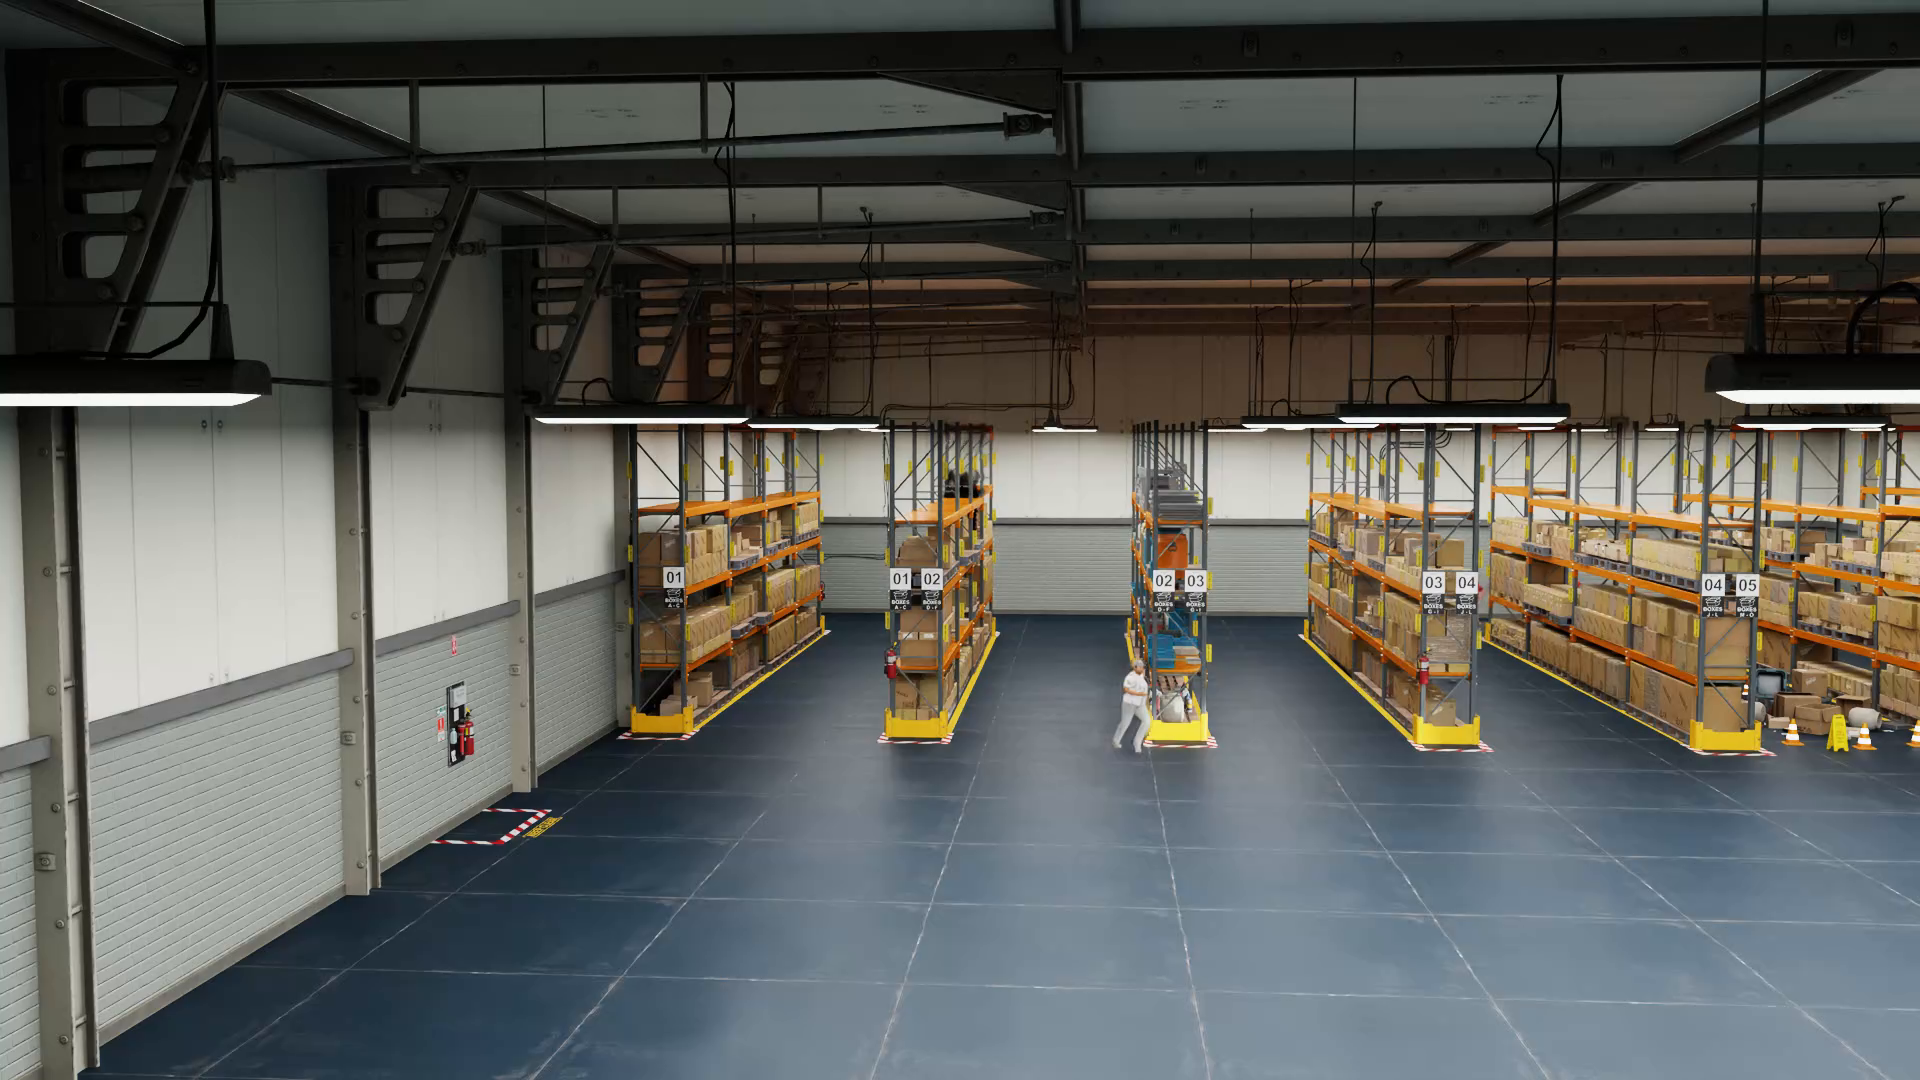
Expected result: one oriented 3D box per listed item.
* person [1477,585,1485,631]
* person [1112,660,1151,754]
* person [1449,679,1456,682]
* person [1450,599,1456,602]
[{"bbox_3d":[14.581,1.870,47.359,0.937,1.761,0.724,-1,4,-21],"label":"person"},{"bbox_3d":[3.156,3.010,30.150,0.661,1.692,0.717,-3,5,-40],"label":"person"},{"bbox_3d":[11.431,2.413,38.544,0.641,1.736,0.596,0,4,1],"label":"person"},{"bbox_3d":[13.743,1.963,47.096,0.534,1.611,0.680,-2,4,-25],"label":"person"}]
